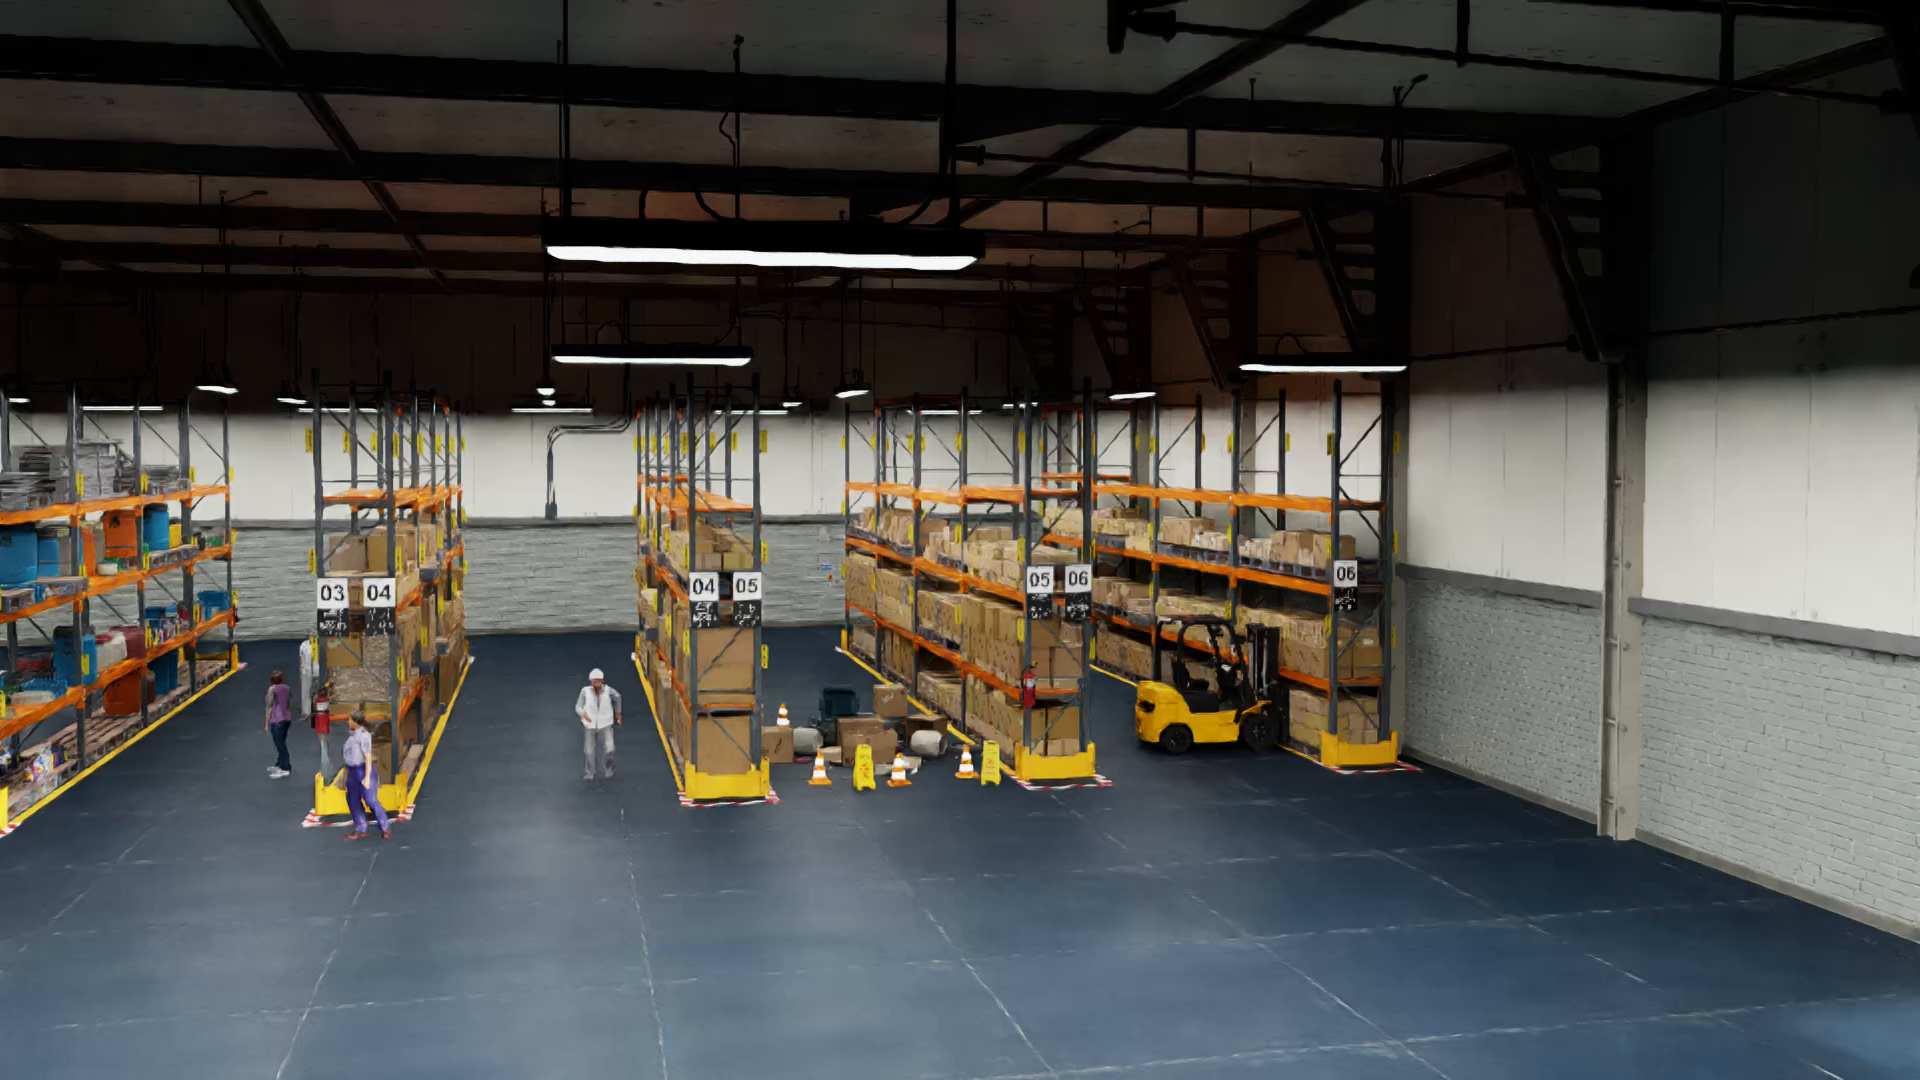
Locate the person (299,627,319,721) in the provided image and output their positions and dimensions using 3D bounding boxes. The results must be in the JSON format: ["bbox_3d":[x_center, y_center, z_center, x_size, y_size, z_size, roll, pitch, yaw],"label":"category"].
[{"bbox_3d":[-11.719,2.403,30.210,0.540,1.676,1.130,-1,3,-16],"label":"person"}]

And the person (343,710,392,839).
[{"bbox_3d":[-7.535,2.973,21.132,0.526,1.640,0.596,-3,4,-39],"label":"person"}]

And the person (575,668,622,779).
[{"bbox_3d":[-5.358,2.735,24.664,0.665,1.702,0.810,0,3,-8],"label":"person"}]

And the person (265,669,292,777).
[{"bbox_3d":[-10.301,2.742,25.110,0.522,1.591,0.523,1,3,15],"label":"person"}]
